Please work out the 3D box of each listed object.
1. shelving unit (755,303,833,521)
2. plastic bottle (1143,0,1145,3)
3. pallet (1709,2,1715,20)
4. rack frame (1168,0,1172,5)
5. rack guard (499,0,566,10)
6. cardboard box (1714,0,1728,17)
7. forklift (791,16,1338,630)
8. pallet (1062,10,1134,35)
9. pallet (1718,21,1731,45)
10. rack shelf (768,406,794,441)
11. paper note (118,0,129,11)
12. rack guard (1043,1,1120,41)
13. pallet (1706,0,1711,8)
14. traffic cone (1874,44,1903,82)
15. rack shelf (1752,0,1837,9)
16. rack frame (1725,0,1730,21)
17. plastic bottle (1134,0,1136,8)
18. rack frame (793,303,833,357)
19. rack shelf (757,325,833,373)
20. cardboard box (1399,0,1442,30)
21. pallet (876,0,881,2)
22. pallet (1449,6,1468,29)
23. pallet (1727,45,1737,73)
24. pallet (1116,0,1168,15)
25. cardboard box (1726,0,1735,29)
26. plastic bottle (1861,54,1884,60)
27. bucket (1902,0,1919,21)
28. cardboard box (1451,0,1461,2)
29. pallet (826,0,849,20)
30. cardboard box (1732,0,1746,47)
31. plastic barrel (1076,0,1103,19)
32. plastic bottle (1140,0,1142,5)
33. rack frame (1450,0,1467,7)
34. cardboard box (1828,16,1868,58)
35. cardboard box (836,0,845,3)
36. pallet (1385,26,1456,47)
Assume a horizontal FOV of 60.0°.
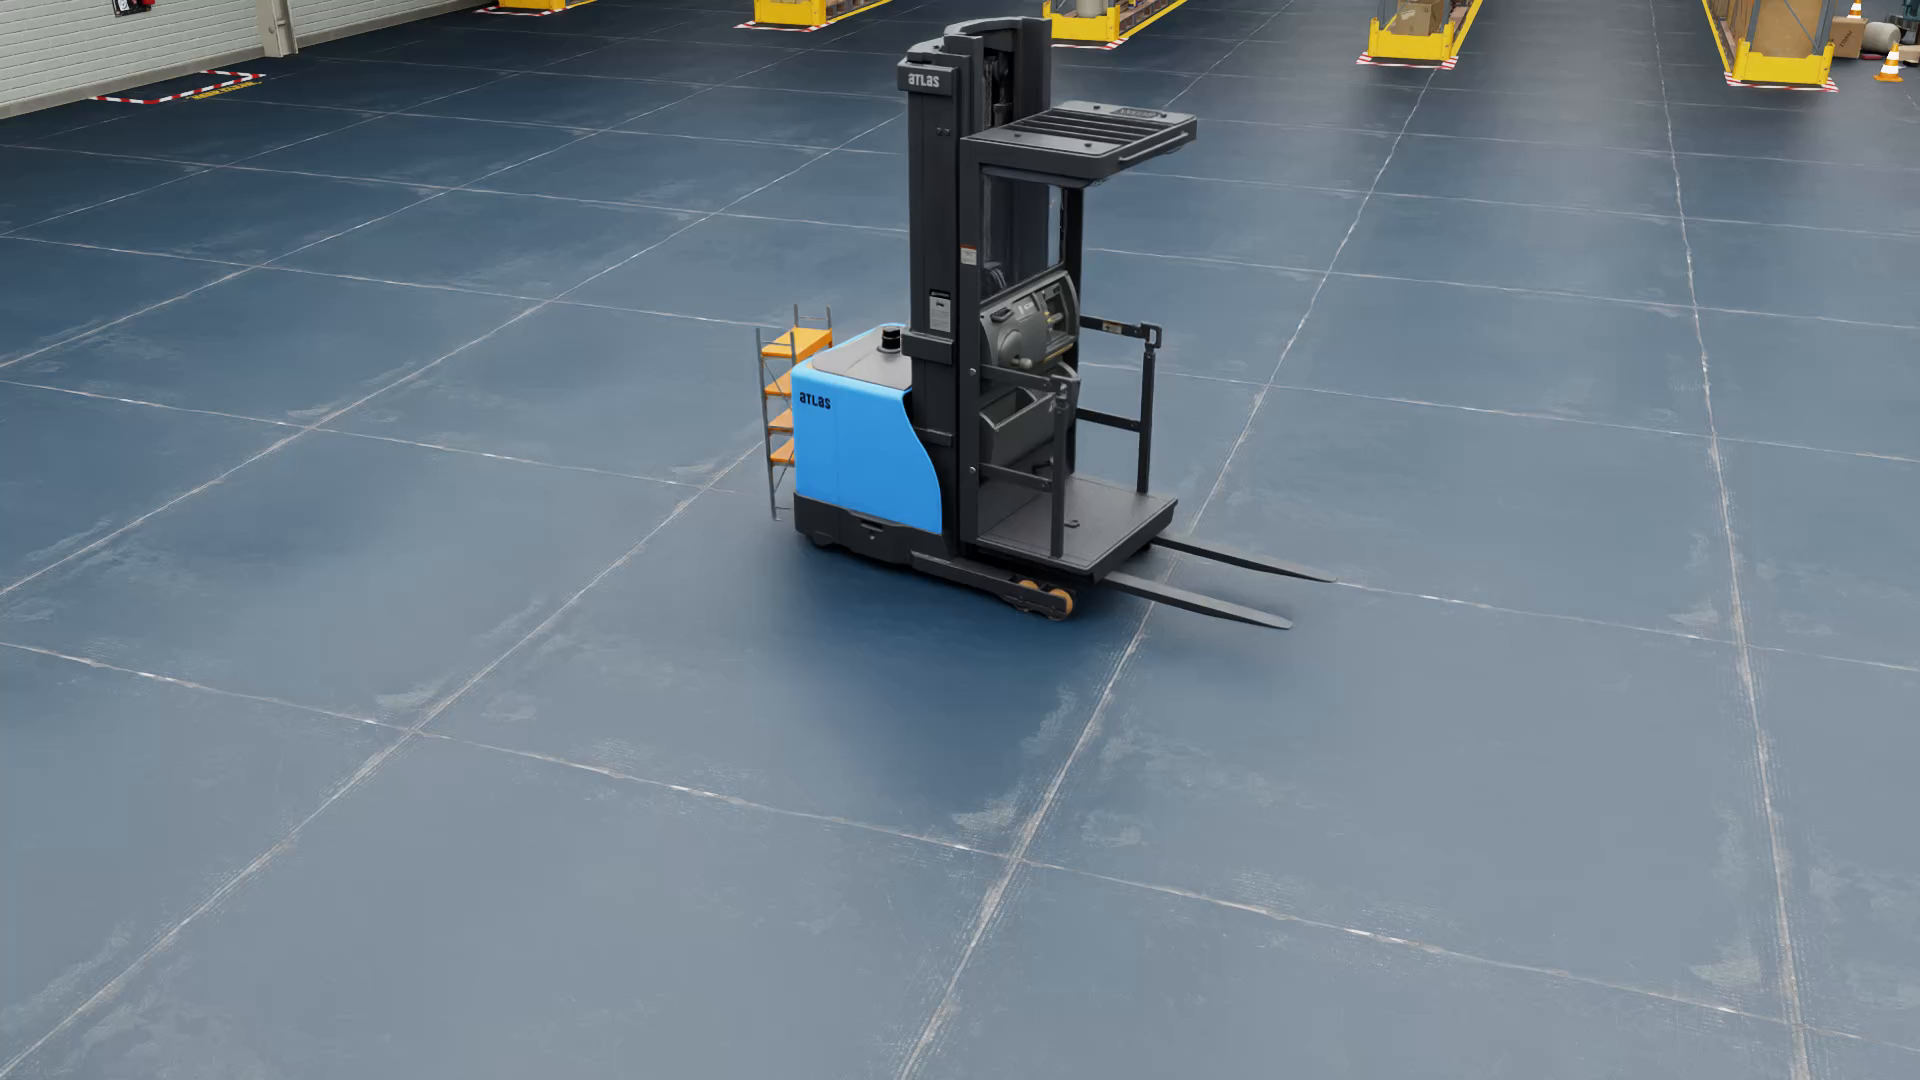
[{"bbox_3d":[-0.947,-0.751,9.912,0.258,1.200,0.503,8,27,20],"label":"shelving unit"},{"bbox_3d":[3.041,-9.082,27.772,0.097,0.201,0.097,0,26,0],"label":"plastic bottle"},{"bbox_3d":[13.131,-8.877,27.842,1.003,0.211,1.213,9,27,17],"label":"pallet"},{"bbox_3d":[3.226,-10.780,28.573,1.000,3.000,0.127,9,27,17],"label":"rack frame"},{"bbox_3d":[-7.422,-9.479,28.754,1.175,0.500,0.348,9,27,17],"label":"rack guard"},{"bbox_3d":[12.662,-8.746,26.471,1.050,0.750,0.750,9,27,17],"label":"cardboard box"},{"bbox_3d":[0.552,-1.152,8.766,3.031,2.935,1.130,16,30,29],"label":"forklift"},{"bbox_3d":[2.151,-8.252,26.552,1.003,0.211,1.213,9,27,17],"label":"pallet"},{"bbox_3d":[12.214,-7.745,25.504,1.003,0.211,1.213,9,27,17],"label":"pallet"},{"bbox_3d":[-0.944,-0.690,9.941,0.258,0.148,0.480,8,27,20],"label":"rack shelf"},{"bbox_3d":[-11.009,-7.051,21.882,0.016,0.148,0.142,9,27,17],"label":"paper note"},{"bbox_3d":[1.876,-8.049,25.801,1.175,0.500,0.348,9,27,17],"label":"rack guard"},{"bbox_3d":[13.538,-9.377,28.874,1.003,0.211,1.213,9,27,17],"label":"pallet"},{"bbox_3d":[12.725,-6.528,22.701,0.336,0.463,0.334,9,27,17],"label":"traffic cone"},{"bbox_3d":[11.875,-8.155,23.977,1.077,0.370,4.000,9,27,17],"label":"rack shelf"},{"bbox_3d":[12.541,-9.301,25.518,1.000,3.000,0.127,9,27,17],"label":"rack frame"},{"bbox_3d":[2.827,-8.817,27.225,0.097,0.201,0.097,0,26,0],"label":"plastic bottle"},{"bbox_3d":[-0.859,-0.850,10.117,0.240,1.200,0.015,8,27,20],"label":"rack frame"},{"bbox_3d":[-0.960,-1.106,9.746,0.258,0.148,0.480,8,27,20],"label":"rack shelf"},{"bbox_3d":[6.956,-7.987,25.190,0.500,0.500,0.500,17,30,31],"label":"cardboard box"},{"bbox_3d":[-1.748,-9.924,30.005,1.003,0.211,1.213,9,27,17],"label":"pallet"},{"bbox_3d":[7.707,-8.526,27.117,1.003,0.211,1.213,9,27,17],"label":"pallet"},{"bbox_3d":[11.402,-6.742,23.433,1.003,0.211,1.213,9,27,17],"label":"pallet"},{"bbox_3d":[2.963,-9.255,28.623,1.003,0.211,1.213,9,27,17],"label":"pallet"},{"bbox_3d":[12.265,-8.286,25.377,0.875,0.875,0.875,9,27,18],"label":"cardboard box"},{"bbox_3d":[13.283,-7.032,24.204,0.283,0.061,0.133,0,26,-1],"label":"plastic bottle"},{"bbox_3d":[14.669,-8.122,25.094,0.726,0.611,0.620,20,22,35],"label":"bucket"},{"bbox_3d":[8.122,-9.384,28.053,0.700,0.500,0.500,7,27,13],"label":"cardboard box"},{"bbox_3d":[-2.560,-8.922,27.934,1.003,0.211,1.213,9,27,17],"label":"pallet"},{"bbox_3d":[11.664,-7.540,23.837,0.875,0.875,0.875,8,27,17],"label":"cardboard box"},{"bbox_3d":[2.042,-8.487,26.210,0.421,0.512,0.421,0,26,0],"label":"plastic barrel"},{"bbox_3d":[2.973,-8.998,27.597,0.097,0.201,0.097,0,26,0],"label":"plastic bottle"},{"bbox_3d":[7.897,-10.062,27.090,1.000,3.000,0.127,9,27,17],"label":"rack frame"},{"bbox_3d":[12.992,-7.390,24.437,0.500,0.500,0.500,14,29,26],"label":"cardboard box"},{"bbox_3d":[-2.223,-9.202,27.986,0.500,0.250,0.500,9,27,17],"label":"cardboard box"},{"bbox_3d":[6.895,-7.523,25.046,1.003,0.211,1.213,9,27,17],"label":"pallet"}]
